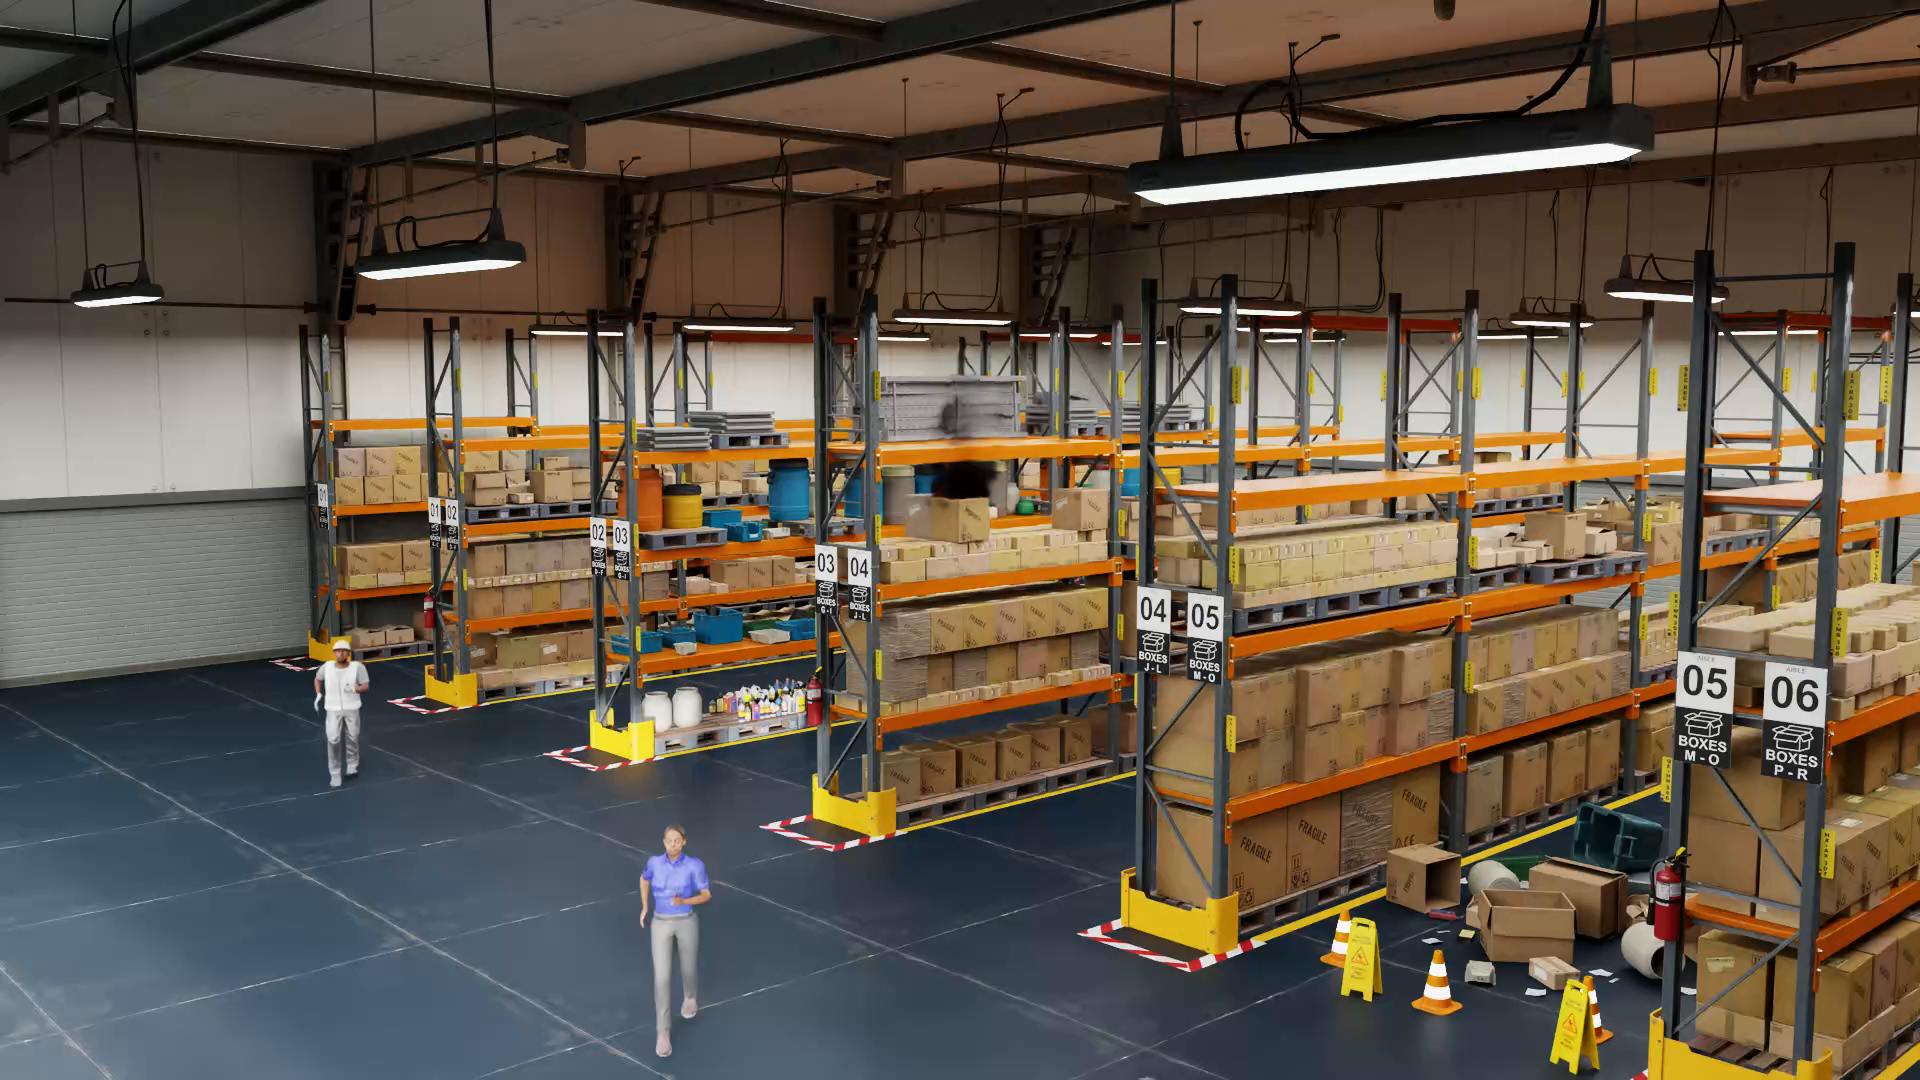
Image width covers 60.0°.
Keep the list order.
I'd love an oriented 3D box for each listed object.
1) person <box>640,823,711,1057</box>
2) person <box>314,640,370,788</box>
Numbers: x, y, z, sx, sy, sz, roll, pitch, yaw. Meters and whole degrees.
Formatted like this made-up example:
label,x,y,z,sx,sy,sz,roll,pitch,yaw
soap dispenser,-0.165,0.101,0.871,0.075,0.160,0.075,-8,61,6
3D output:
label,x,y,z,sx,sy,sz,roll,pitch,yaw
person,-2.211,3.024,12.899,0.566,1.672,0.908,-1,6,-5
person,-7.767,2.167,20.924,0.666,1.833,0.770,-2,6,-19
